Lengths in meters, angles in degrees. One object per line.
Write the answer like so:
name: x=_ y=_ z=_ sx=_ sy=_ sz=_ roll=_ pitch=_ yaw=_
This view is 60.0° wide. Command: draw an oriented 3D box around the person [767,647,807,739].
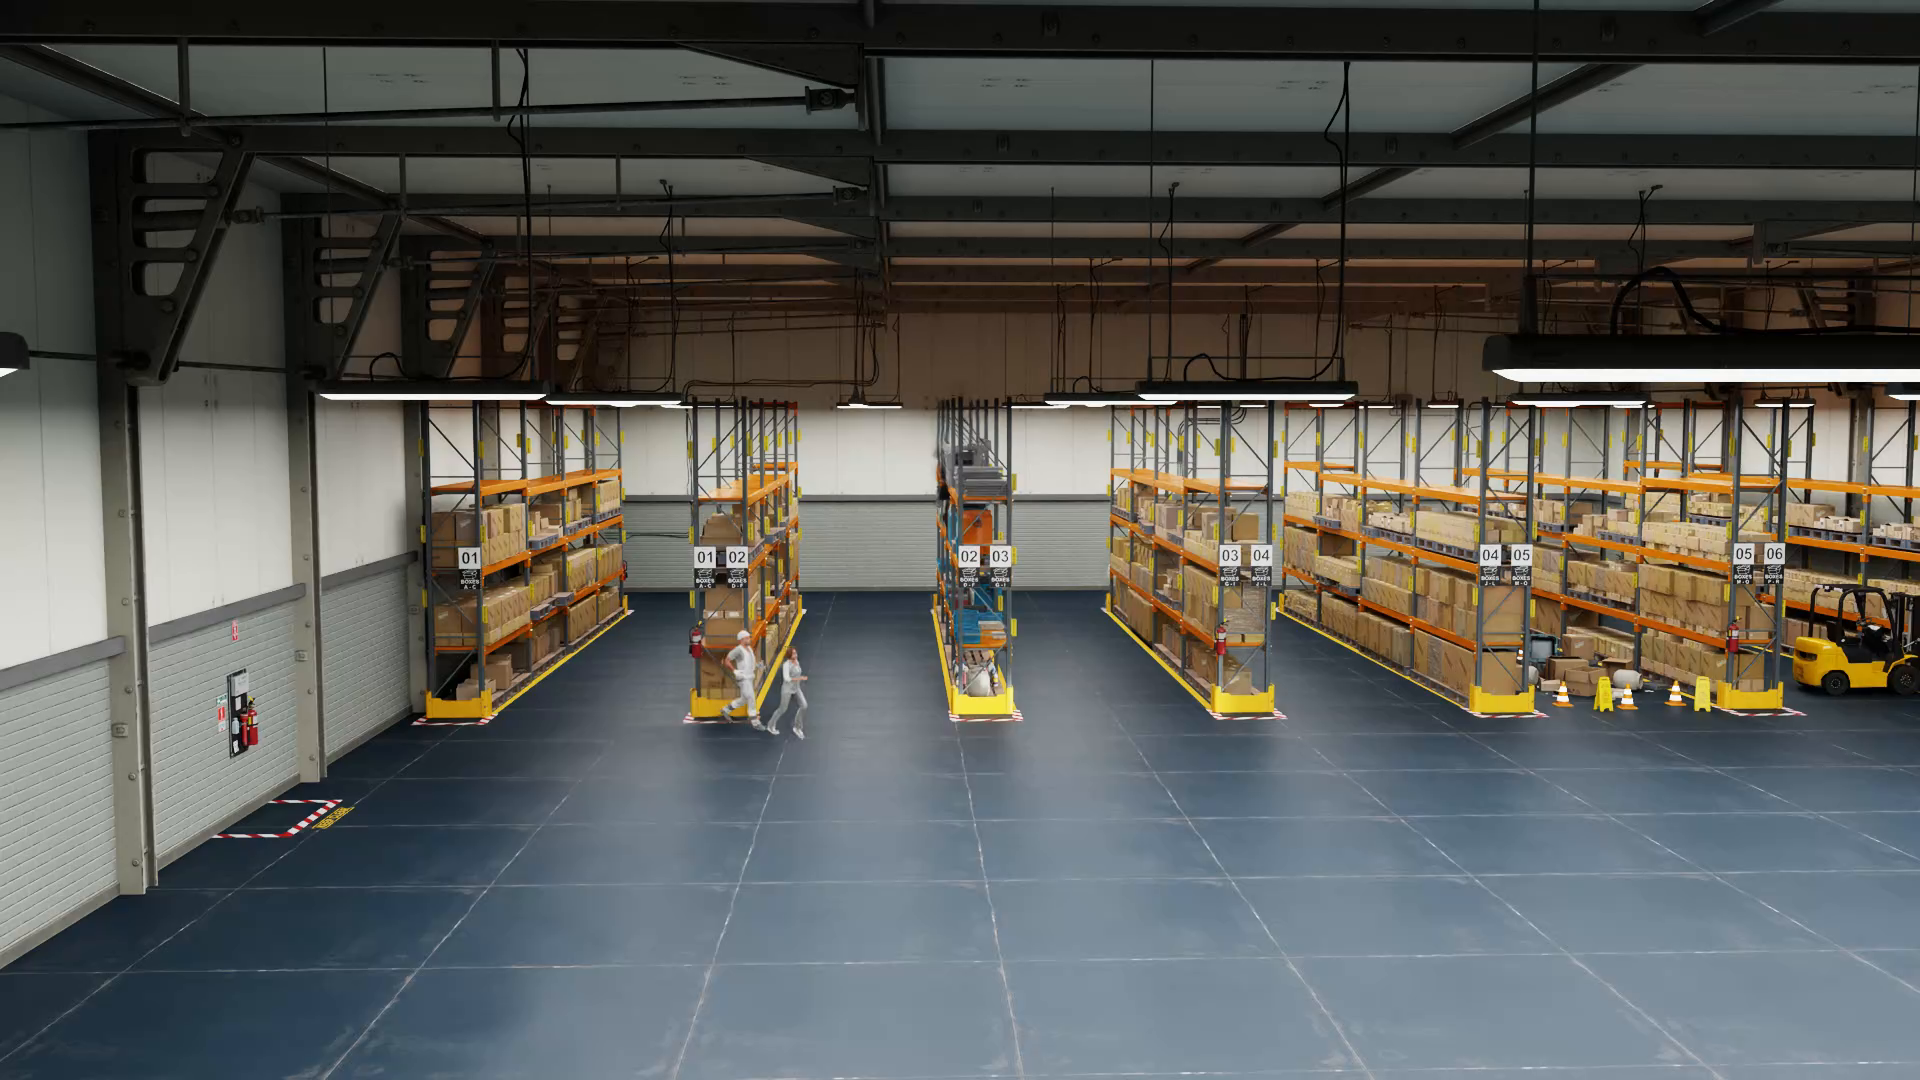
person: x=-2.980 y=2.675 z=29.154 sx=0.834 sy=1.623 sz=0.547 roll=3 pitch=5 yaw=33

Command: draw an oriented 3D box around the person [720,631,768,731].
person: x=-3.895 y=2.518 z=29.907 sx=0.980 sy=1.791 sz=0.656 roll=1 pitch=5 yaw=17
